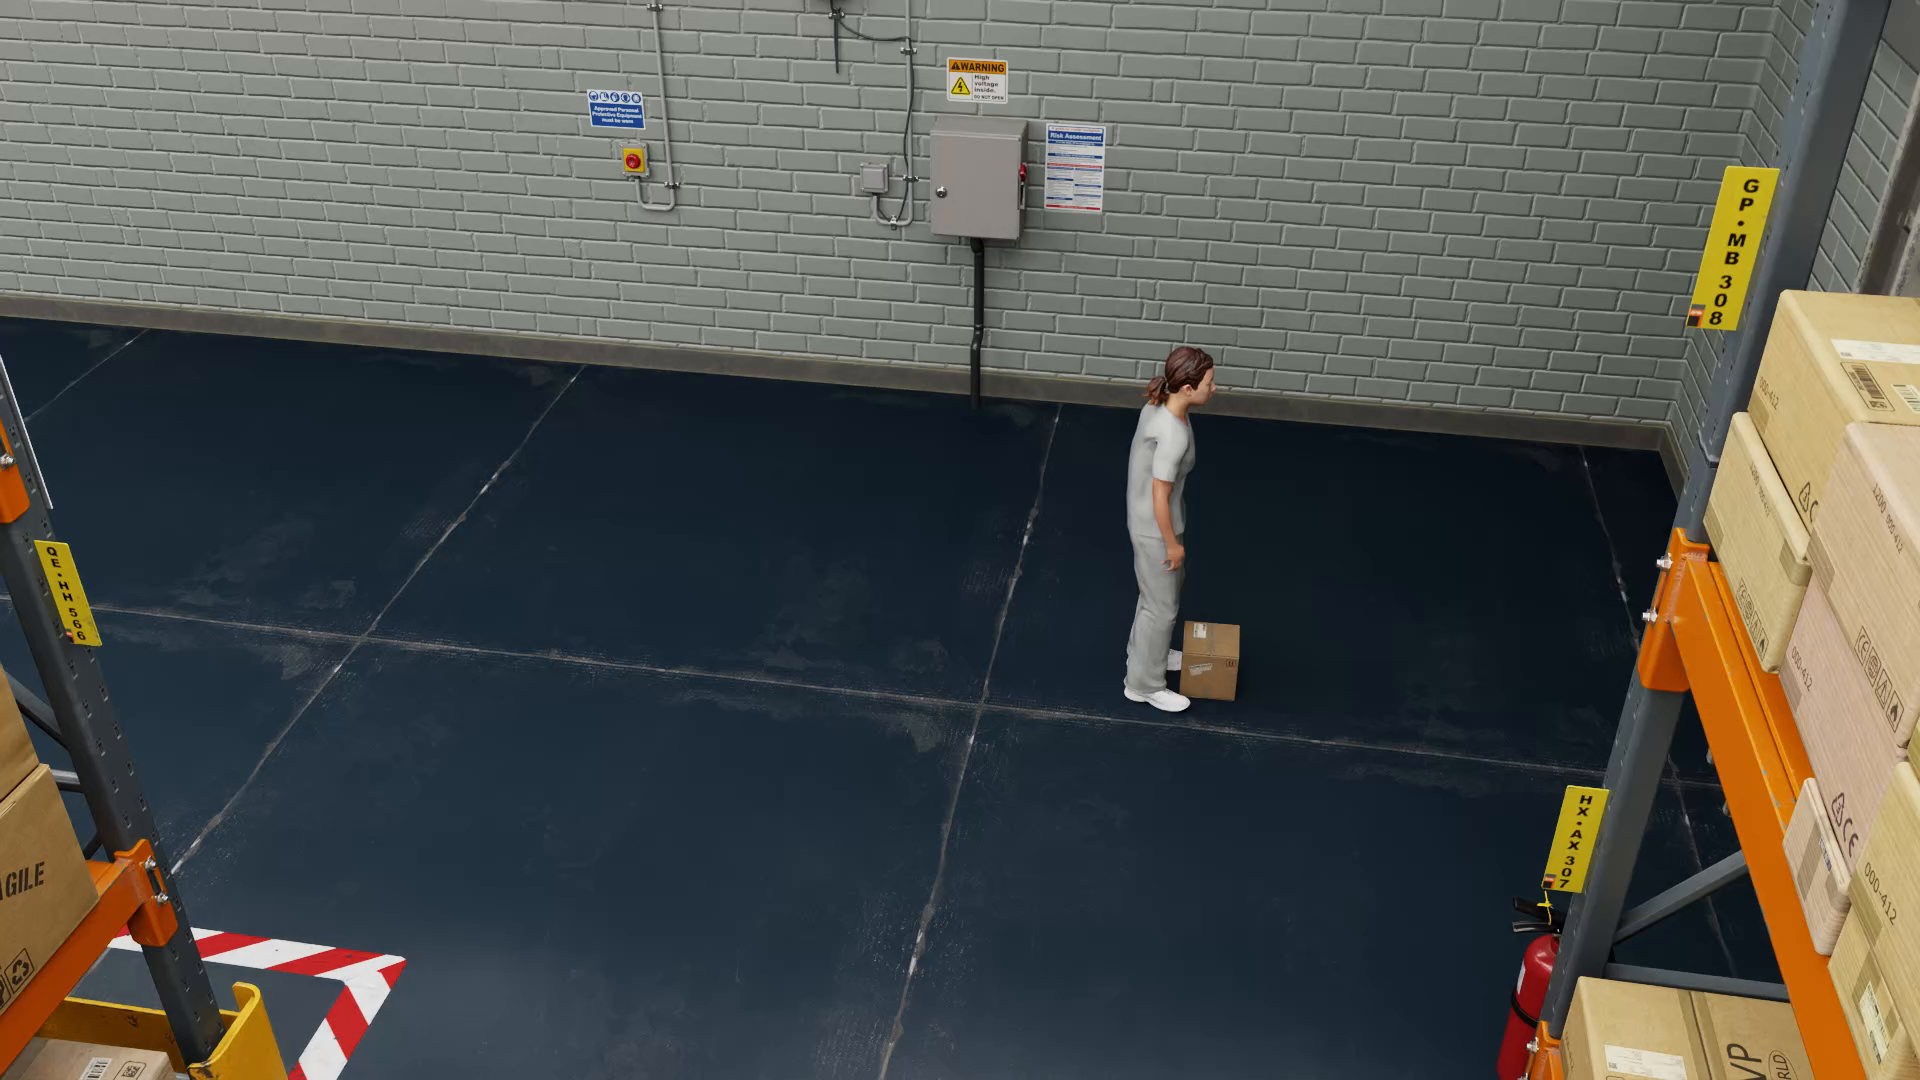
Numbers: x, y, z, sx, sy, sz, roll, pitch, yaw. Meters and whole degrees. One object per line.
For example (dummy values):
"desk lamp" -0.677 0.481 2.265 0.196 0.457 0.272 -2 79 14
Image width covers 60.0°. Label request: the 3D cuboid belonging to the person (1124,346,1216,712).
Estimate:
"person" 0.897 -0.067 7.247 0.355 1.669 0.513 4 33 6
